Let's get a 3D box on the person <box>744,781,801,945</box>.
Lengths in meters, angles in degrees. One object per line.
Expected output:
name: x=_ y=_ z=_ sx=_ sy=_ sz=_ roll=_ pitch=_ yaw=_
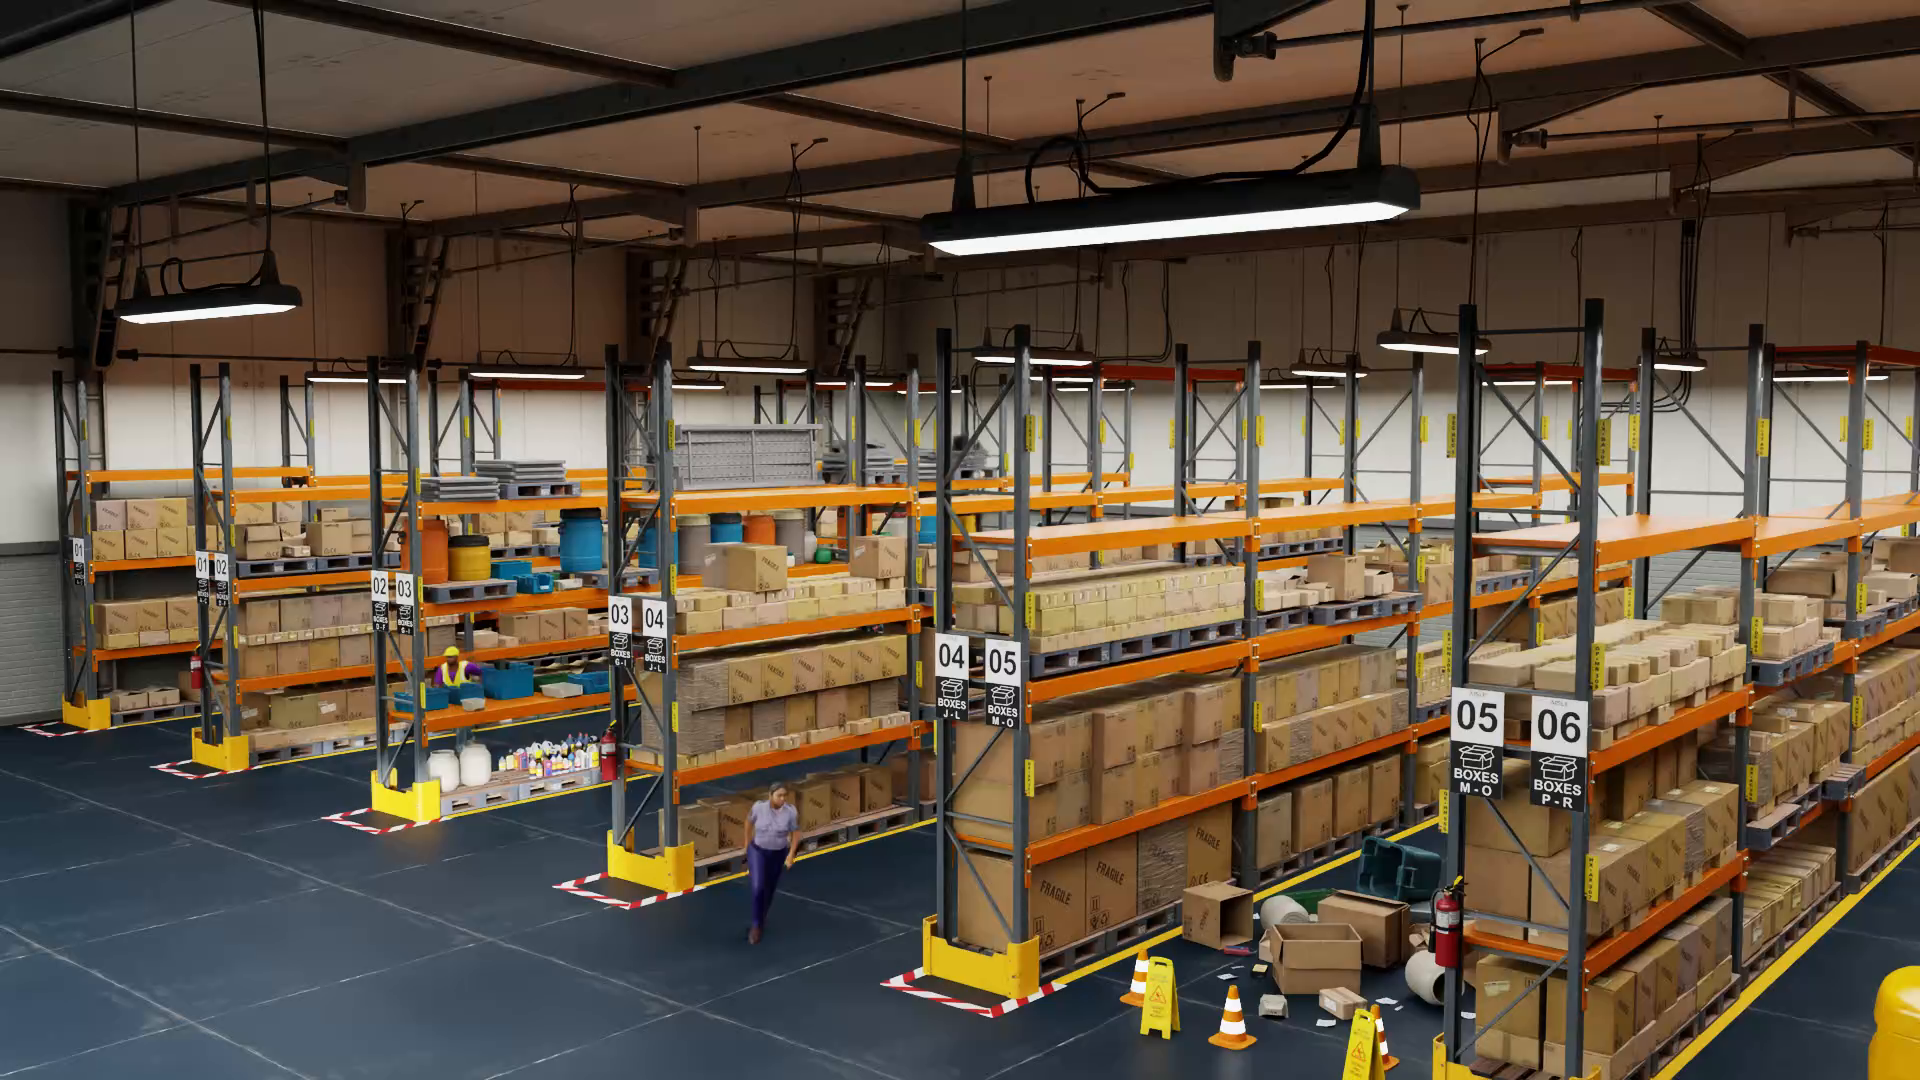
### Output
person: x=-1.896 y=3.170 z=16.676 sx=0.553 sy=1.602 sz=0.710 roll=-1 pitch=4 yaw=-18

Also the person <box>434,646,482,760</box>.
person: x=-7.622 y=2.464 z=25.405 sx=0.722 sy=1.732 sz=0.980 roll=1 pitch=4 yaw=13
